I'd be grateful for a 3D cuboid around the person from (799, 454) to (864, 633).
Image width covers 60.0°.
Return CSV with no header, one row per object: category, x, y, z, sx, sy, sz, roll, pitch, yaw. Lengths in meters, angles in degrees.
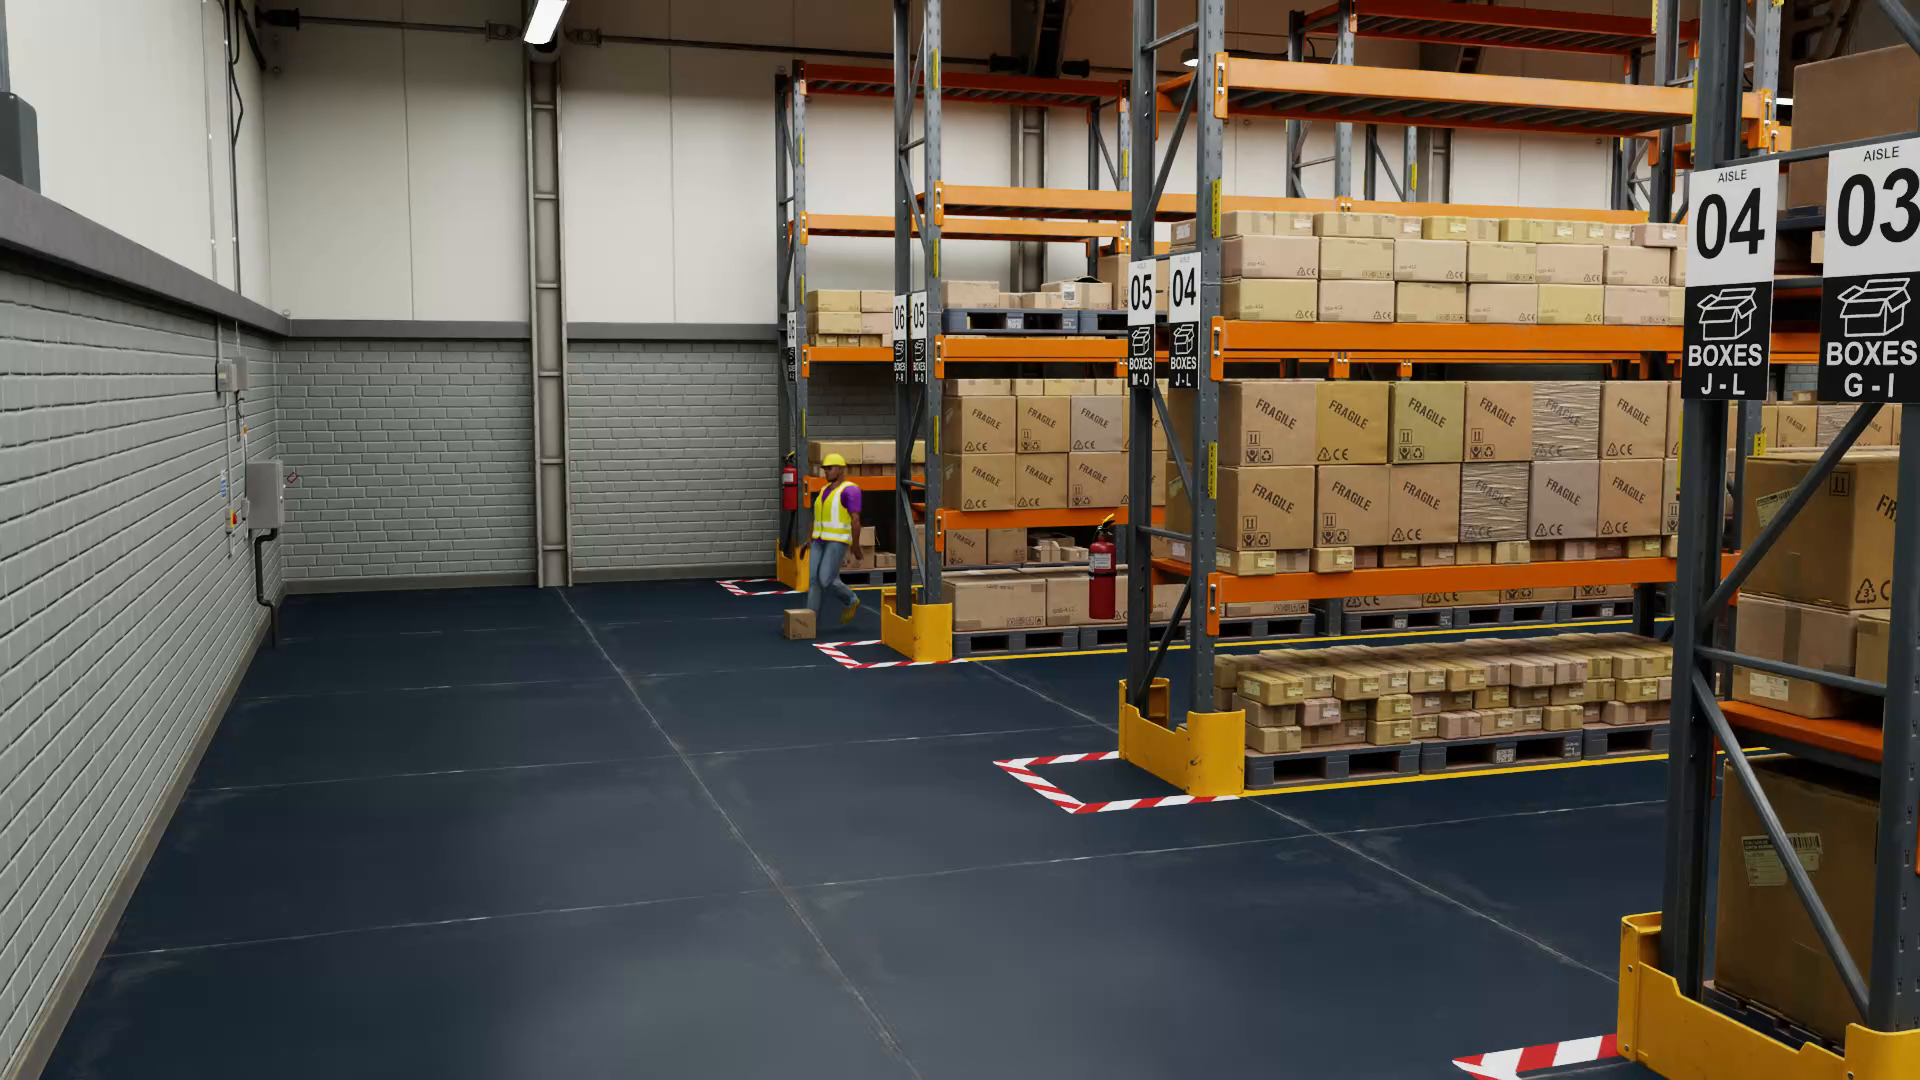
person,-1.316,0.036,16.070,0.609,1.720,0.778,5,8,44
